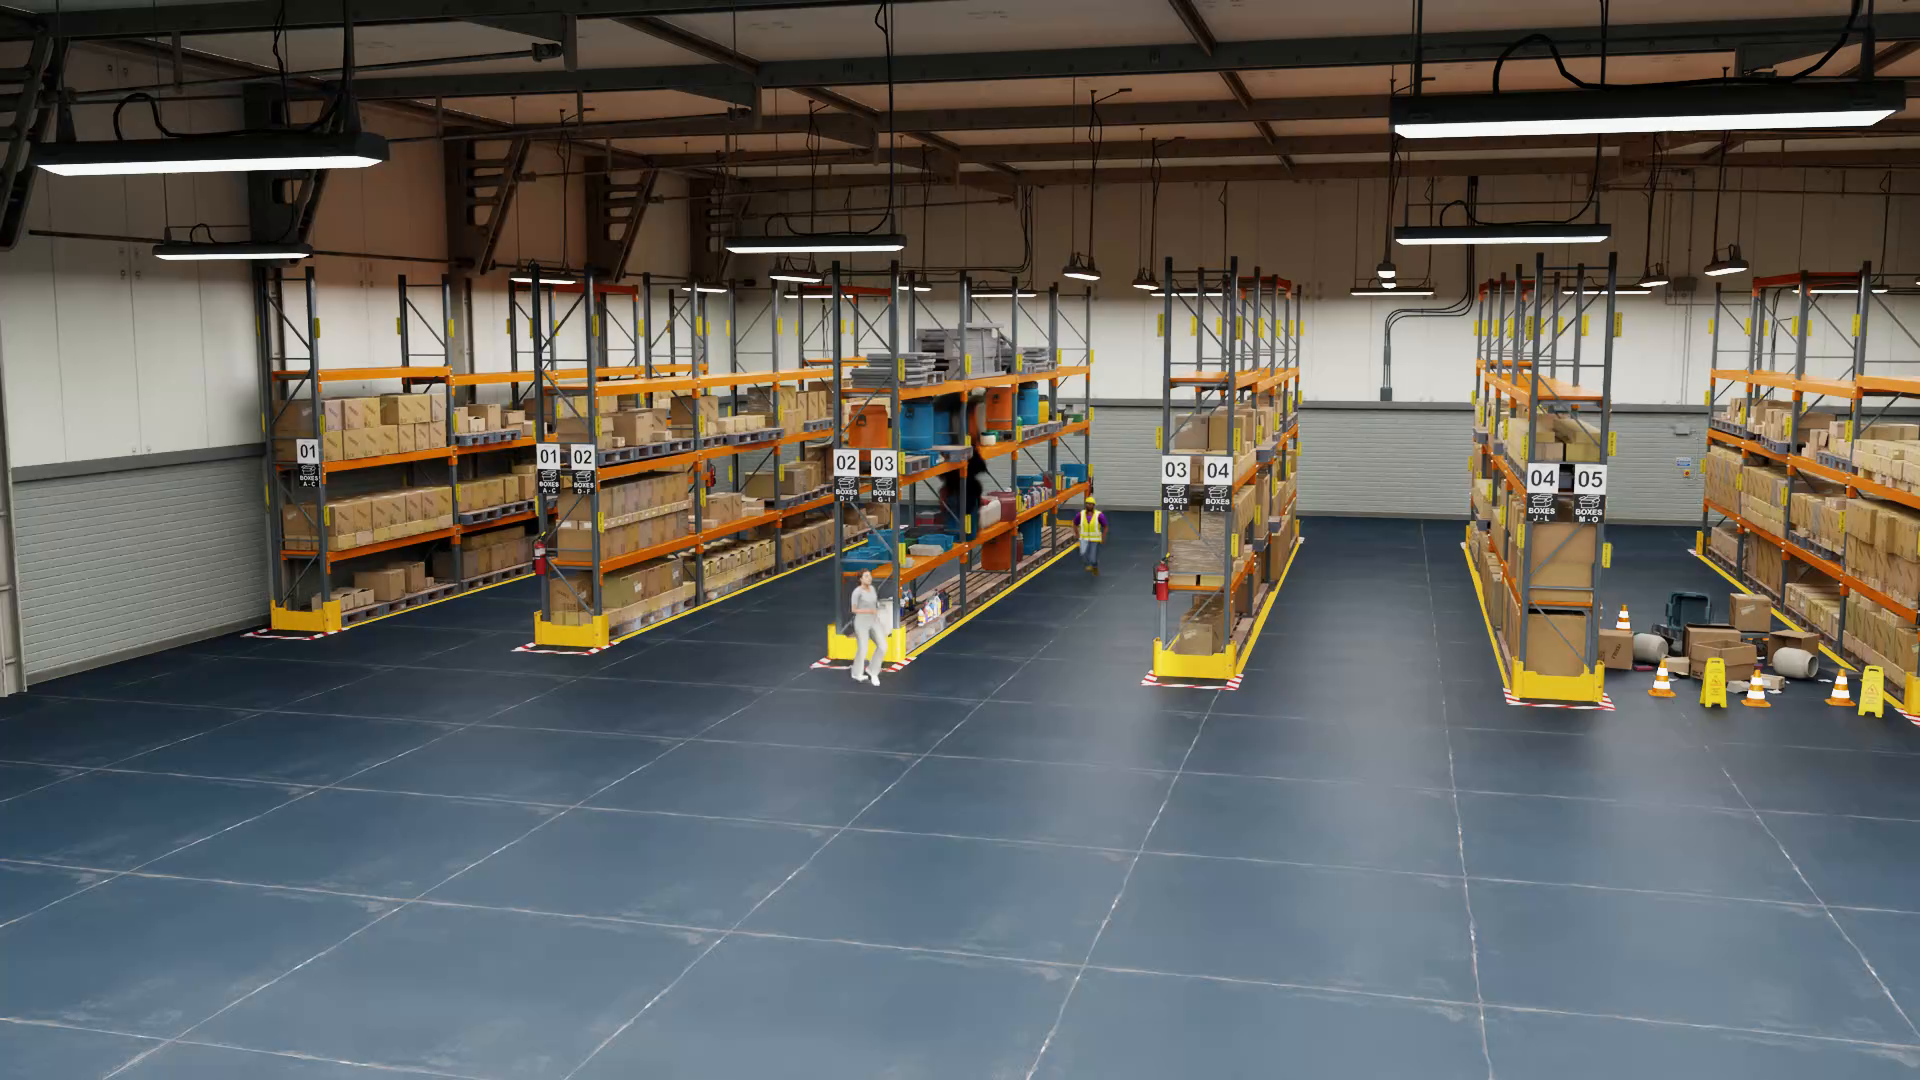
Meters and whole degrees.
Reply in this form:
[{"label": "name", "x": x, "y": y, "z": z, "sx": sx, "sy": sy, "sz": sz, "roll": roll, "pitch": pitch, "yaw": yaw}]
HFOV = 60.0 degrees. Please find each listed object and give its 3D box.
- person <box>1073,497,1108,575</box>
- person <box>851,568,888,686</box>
[{"label": "person", "x": 2.539, "y": -0.058, "z": 32.657, "sx": 0.701, "sy": 1.587, "sz": 0.813, "roll": 2, "pitch": 7, "yaw": 12}, {"label": "person", "x": -1.304, "y": 1.226, "z": 23.379, "sx": 0.540, "sy": 1.683, "sz": 0.699, "roll": -6, "pitch": 9, "yaw": -38}]
